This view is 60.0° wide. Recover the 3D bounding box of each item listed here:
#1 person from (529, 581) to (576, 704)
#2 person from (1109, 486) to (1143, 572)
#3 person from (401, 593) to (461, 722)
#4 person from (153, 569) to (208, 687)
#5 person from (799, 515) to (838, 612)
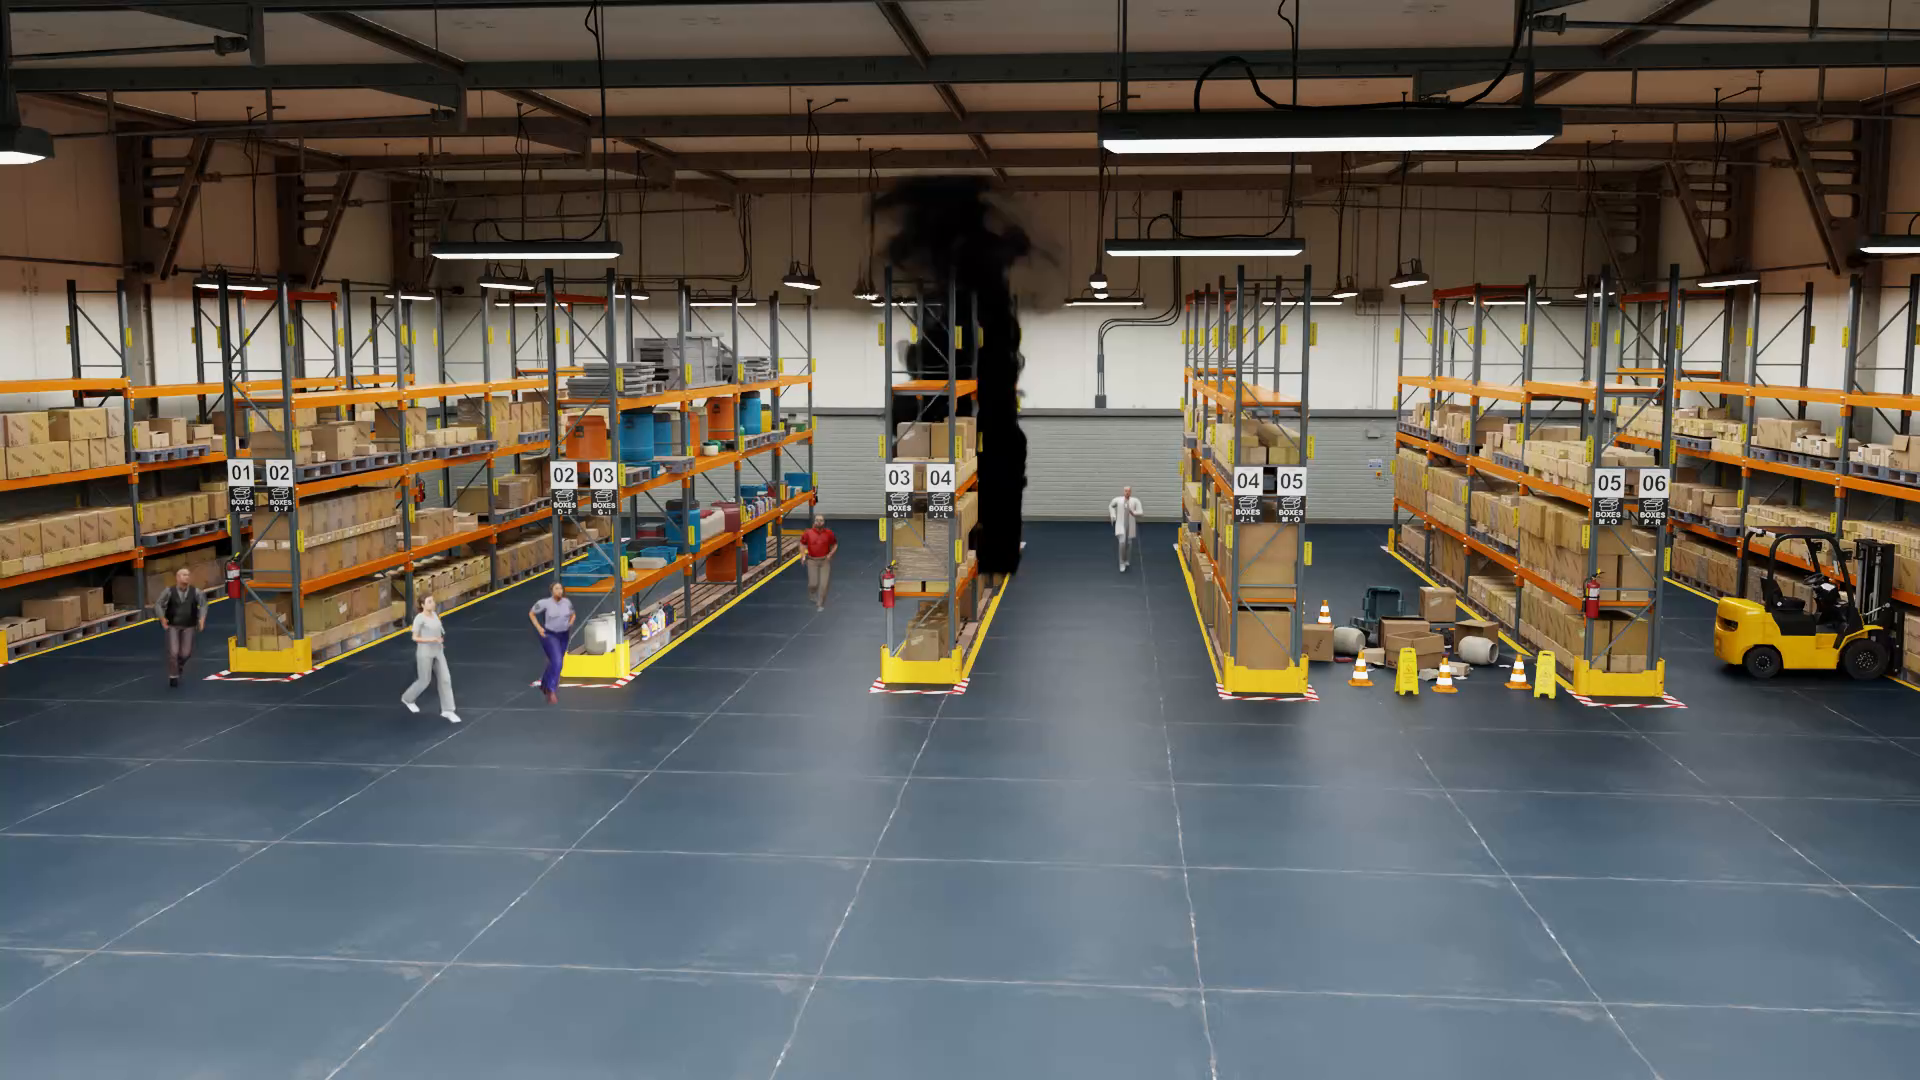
[{"bbox_3d":[-5.617,1.415,23.080,0.669,1.694,0.622,6,9,42],"label":"person"},{"bbox_3d":[3.599,-0.260,35.988,0.688,1.834,0.841,0,7,-1],"label":"person"},{"bbox_3d":[-6.961,1.525,21.778,0.956,1.684,0.566,4,8,28],"label":"person"},{"bbox_3d":[-11.289,1.258,24.139,0.717,1.674,0.536,-4,8,-32],"label":"person"},{"bbox_3d":[-2.427,0.399,28.673,0.667,1.680,0.598,-1,7,-8],"label":"person"}]
